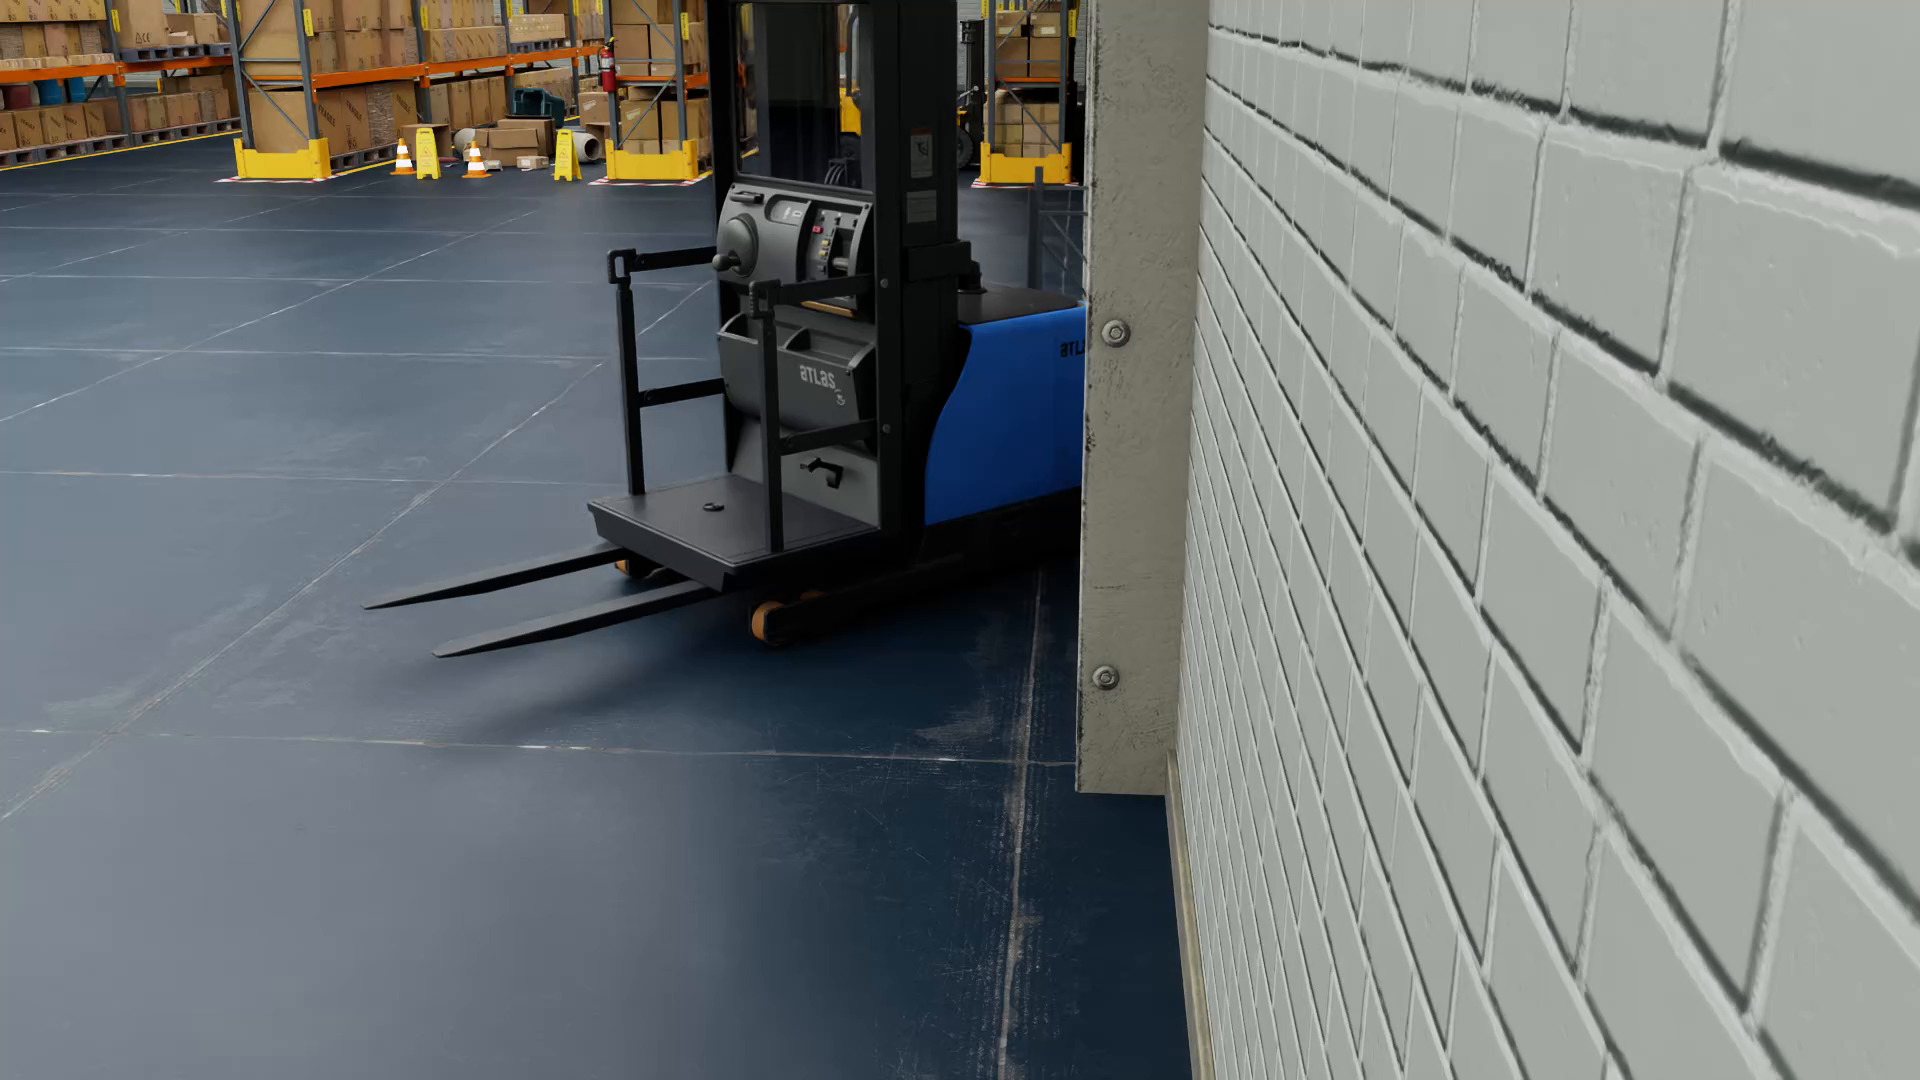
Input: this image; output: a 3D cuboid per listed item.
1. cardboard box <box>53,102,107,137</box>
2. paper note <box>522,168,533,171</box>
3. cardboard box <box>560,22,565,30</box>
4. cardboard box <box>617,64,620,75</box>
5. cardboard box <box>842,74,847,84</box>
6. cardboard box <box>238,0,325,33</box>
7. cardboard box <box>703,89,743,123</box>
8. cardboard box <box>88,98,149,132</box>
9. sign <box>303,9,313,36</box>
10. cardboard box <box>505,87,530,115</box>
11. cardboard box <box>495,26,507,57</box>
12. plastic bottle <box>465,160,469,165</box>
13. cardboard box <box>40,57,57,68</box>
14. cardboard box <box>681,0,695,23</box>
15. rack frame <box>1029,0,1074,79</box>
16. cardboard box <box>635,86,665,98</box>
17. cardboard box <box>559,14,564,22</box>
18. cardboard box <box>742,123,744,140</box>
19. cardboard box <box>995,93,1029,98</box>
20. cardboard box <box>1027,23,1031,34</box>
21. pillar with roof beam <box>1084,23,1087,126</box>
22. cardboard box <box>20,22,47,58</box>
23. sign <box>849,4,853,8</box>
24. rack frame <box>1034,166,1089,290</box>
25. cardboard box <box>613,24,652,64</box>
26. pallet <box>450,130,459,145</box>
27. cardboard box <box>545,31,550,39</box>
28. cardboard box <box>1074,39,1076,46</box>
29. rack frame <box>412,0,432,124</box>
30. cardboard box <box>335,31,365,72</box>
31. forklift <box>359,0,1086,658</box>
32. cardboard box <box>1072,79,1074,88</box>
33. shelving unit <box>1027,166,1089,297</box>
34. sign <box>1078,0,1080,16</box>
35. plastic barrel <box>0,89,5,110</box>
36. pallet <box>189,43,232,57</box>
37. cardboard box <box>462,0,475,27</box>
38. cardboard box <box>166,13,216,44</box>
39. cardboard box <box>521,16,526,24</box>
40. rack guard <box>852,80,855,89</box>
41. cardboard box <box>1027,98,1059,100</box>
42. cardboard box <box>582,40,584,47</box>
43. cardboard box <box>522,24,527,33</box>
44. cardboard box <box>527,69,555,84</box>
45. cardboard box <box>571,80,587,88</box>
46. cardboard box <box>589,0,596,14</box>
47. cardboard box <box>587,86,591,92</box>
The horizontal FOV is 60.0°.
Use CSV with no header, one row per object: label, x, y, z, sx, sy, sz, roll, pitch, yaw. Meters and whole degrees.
cardboard box,-13.755,-6.570,25.996,0.500,0.500,0.500,1,18,2
paper note,-6.007,-5.145,23.076,0.148,0.019,0.142,-5,19,-15
cardboard box,-8.005,-10.118,32.735,0.380,0.149,0.250,2,18,6
cardboard box,-4.368,-6.301,22.238,0.380,0.149,0.250,1,18,3
cardboard box,-2.890,-9.962,36.449,0.875,0.438,0.875,1,18,2
cardboard box,-8.968,-6.996,21.981,0.875,0.550,0.550,1,18,4
cardboard box,-3.577,-6.520,25.041,0.500,0.500,0.500,1,18,3
cardboard box,-13.621,-6.893,26.950,0.700,0.500,0.500,0,18,0
sign,-8.480,-6.732,21.633,0.100,0.325,0.005,1,18,4
cardboard box,-8.155,-8.008,30.384,0.500,0.500,0.500,1,18,2
cardboard box,-8.224,-8.683,28.946,0.500,0.500,0.500,1,18,4
plastic bottle,-7.045,-5.429,23.893,0.133,0.061,0.283,-5,19,-15
cardboard box,-13.531,-7.023,24.444,0.380,0.149,0.250,1,18,4
cardboard box,-4.118,-7.515,23.297,0.700,0.500,0.500,1,18,4
rack frame,2.009,-11.078,36.413,1.000,3.000,0.127,1,18,4
cardboard box,-4.311,-6.224,23.095,0.380,0.149,0.250,2,18,5
cardboard box,-8.007,-10.258,32.685,0.380,0.149,0.250,2,18,6
cardboard box,-3.577,-6.164,25.158,0.500,0.250,0.500,2,18,6
cardboard box,0.730,-6.262,23.853,0.500,0.250,0.500,2,18,6
cardboard box,0.783,-7.053,22.927,0.380,0.149,0.250,1,18,4
pillar with roof beam,-2.053,-11.115,26.893,9.100,9.000,0.400,1,18,4
cardboard box,-13.864,-7.266,24.141,0.875,0.500,0.500,1,18,4
sign,-2.402,-11.834,36.481,0.100,0.325,0.005,1,18,4
rack frame,0.622,-1.143,8.502,0.500,1.500,0.032,1,18,4
cardboard box,-4.325,-6.582,22.054,0.500,0.500,0.500,1,18,3
pallet,-8.767,-6.456,26.786,1.003,0.211,1.213,1,18,4
cardboard box,-8.075,-9.654,31.798,0.380,0.149,0.250,1,18,2
cardboard box,2.231,-10.447,34.890,0.380,0.149,0.250,1,18,4
rack frame,-8.747,-7.540,25.615,1.000,3.000,0.127,1,18,4
cardboard box,-8.869,-6.827,23.200,0.875,0.550,0.550,1,18,4
forklift,-0.809,-1.181,6.319,3.031,2.935,1.130,-15,23,-39
cardboard box,1.880,-8.311,30.269,0.380,0.149,0.250,0,18,1
shelving unit,0.586,-0.985,8.020,0.538,1.500,1.048,1,18,4
sign,2.276,-10.374,32.407,0.100,0.325,0.005,1,18,4
plastic barrel,-18.371,-8.382,31.506,0.421,0.512,0.421,0,18,0
pallet,-13.345,-8.609,29.187,1.213,0.211,1.003,1,18,4
cardboard box,-8.572,-8.849,27.845,0.700,0.500,0.500,1,18,3
cardboard box,-13.339,-8.827,28.709,0.700,0.500,0.500,4,19,12
cardboard box,-8.176,-9.526,30.451,0.380,0.149,0.250,1,18,2
rack guard,-2.940,-10.007,37.160,1.175,0.500,0.348,1,18,4
cardboard box,1.164,-5.932,22.845,0.500,0.250,0.500,1,18,4
cardboard box,-7.915,-10.151,33.990,0.380,0.149,0.250,0,18,1
cardboard box,-8.174,-9.395,30.528,0.380,0.149,0.250,1,18,4
cardboard box,-8.048,-8.831,31.694,0.500,0.250,0.500,0,18,1
cardboard box,-7.863,-9.338,34.053,0.380,0.149,0.250,2,18,7
cardboard box,-7.809,-11.140,34.359,0.500,0.500,0.500,2,18,5
cardboard box,-7.896,-9.357,34.587,0.380,0.149,0.250,0,18,1
